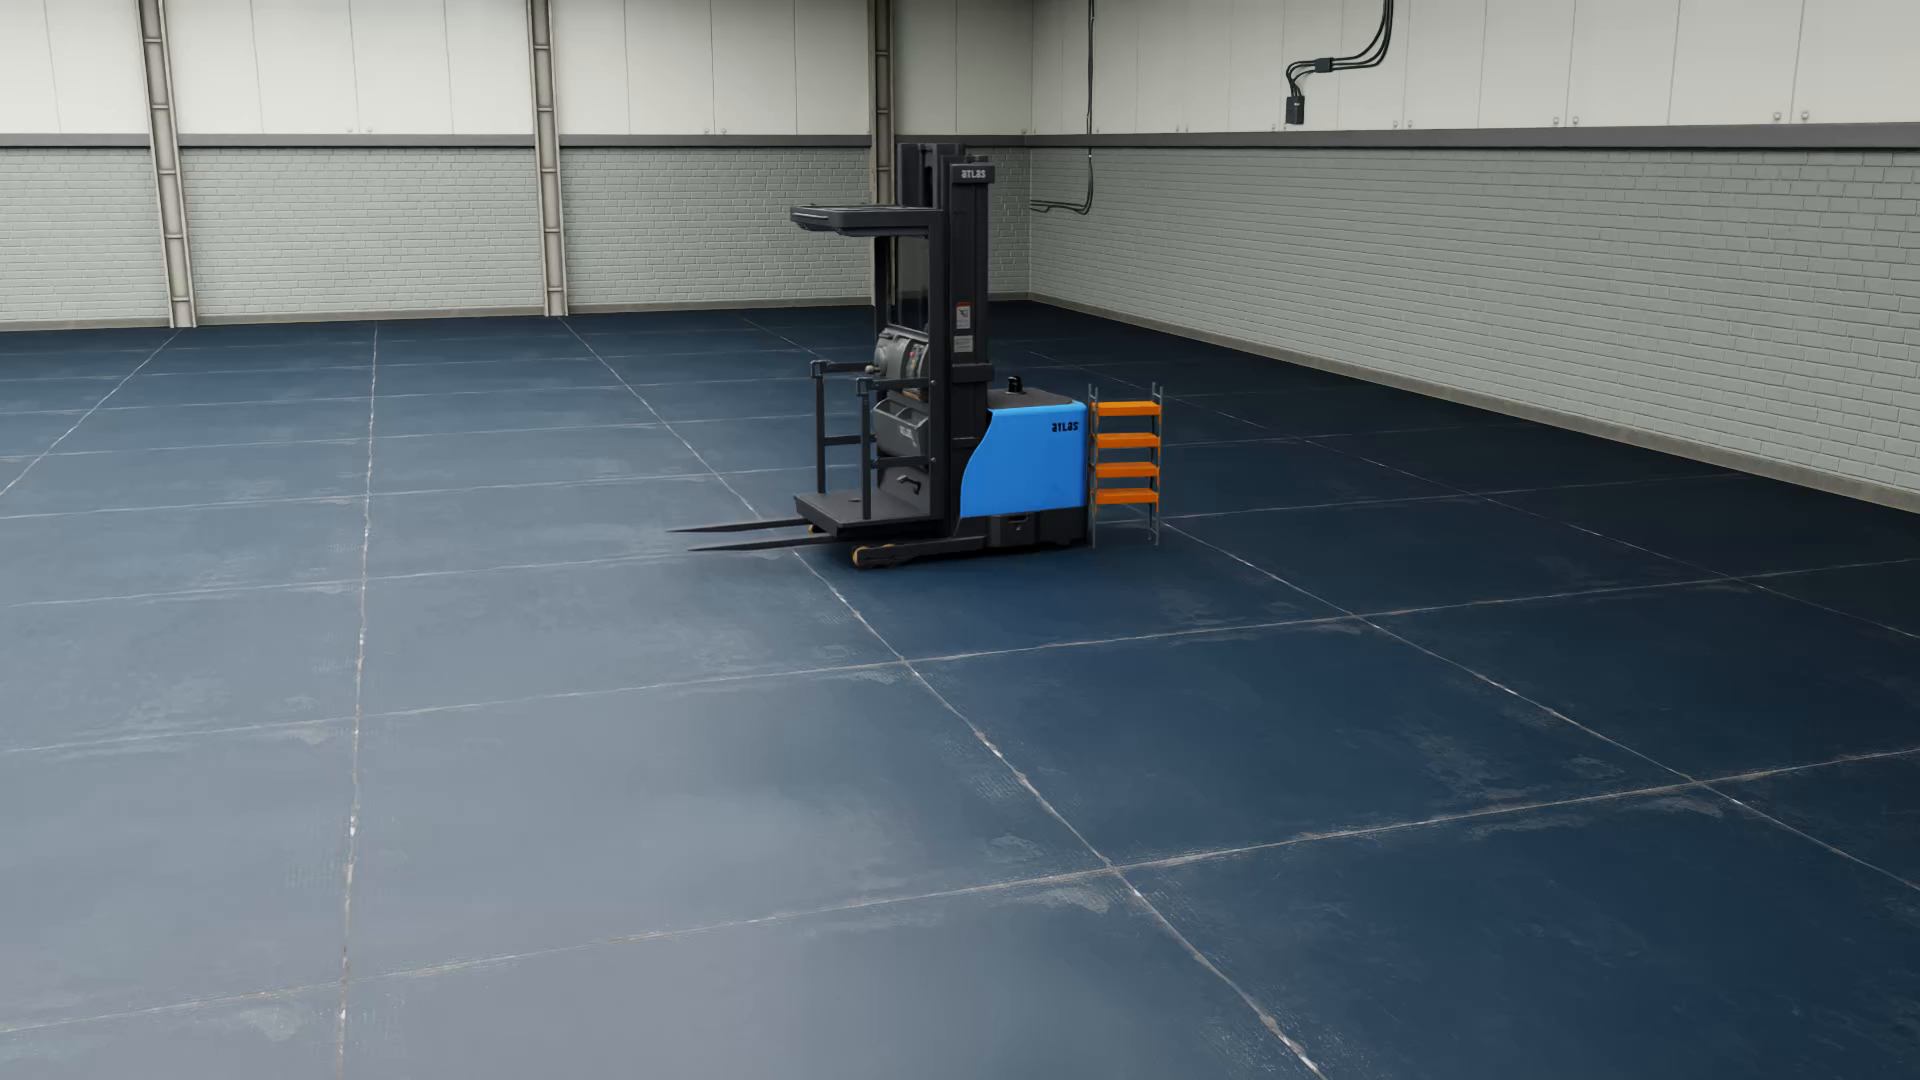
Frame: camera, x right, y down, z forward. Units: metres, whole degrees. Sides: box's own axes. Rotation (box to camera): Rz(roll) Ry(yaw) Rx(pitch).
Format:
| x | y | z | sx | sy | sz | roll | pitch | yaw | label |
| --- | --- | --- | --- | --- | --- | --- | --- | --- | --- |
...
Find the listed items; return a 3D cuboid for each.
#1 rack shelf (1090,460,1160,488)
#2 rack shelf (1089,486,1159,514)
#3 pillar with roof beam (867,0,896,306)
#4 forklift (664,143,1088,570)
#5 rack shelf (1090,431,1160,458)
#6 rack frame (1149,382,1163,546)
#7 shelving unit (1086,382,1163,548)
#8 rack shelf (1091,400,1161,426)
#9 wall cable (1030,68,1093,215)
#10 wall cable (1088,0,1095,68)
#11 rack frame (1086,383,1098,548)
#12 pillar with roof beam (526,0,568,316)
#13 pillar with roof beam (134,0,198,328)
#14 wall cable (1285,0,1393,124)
| x | y | z | sx | sy | sz | roll | pitch | yaw | label |
| --- | --- | --- | --- | --- | --- | --- | --- | --- | --- |
| 1.223 | -0.494 | 12.418 | 0.480 | 0.148 | 0.258 | -2 | 14 | -8 | rack shelf |
| 1.223 | -0.301 | 12.464 | 0.480 | 0.148 | 0.258 | -2 | 14 | -8 | rack shelf |
| -0.064 | -7.845 | 26.180 | 0.400 | 9.000 | 9.100 | -4 | 14 | -18 | pillar with roof beam |
| -0.611 | -1.351 | 11.990 | 3.031 | 2.935 | 1.130 | -6 | 15 | -23 | forklift |
| 1.223 | -0.712 | 12.366 | 0.480 | 0.148 | 0.258 | -2 | 14 | -8 | rack shelf |
| 1.465 | -0.568 | 12.438 | 0.015 | 1.200 | 0.240 | -2 | 14 | -8 | rack frame |
| 1.223 | -0.559 | 12.402 | 0.503 | 1.200 | 0.258 | -2 | 14 | -8 | shelving unit |
| 1.223 | -0.942 | 12.311 | 0.480 | 0.148 | 0.258 | -2 | 14 | -8 | rack shelf |
| 1.777 | -7.206 | 30.203 | 0.112 | 2.526 | 3.097 | -4 | 14 | -18 | wall cable |
| 2.640 | -9.070 | 27.124 | 0.112 | 2.526 | 3.097 | -4 | 14 | -18 | wall cable |
| 0.982 | -0.551 | 12.366 | 0.015 | 1.200 | 0.240 | -2 | 14 | -8 | rack frame |
| -5.751 | -7.403 | 24.318 | 0.400 | 9.000 | 9.100 | -4 | 14 | -18 | pillar with roof beam |
| -11.437 | -6.960 | 22.456 | 0.400 | 9.000 | 9.100 | -4 | 14 | -18 | pillar with roof beam |
| 4.790 | -8.288 | 20.692 | 0.169 | 6.003 | 2.305 | -4 | 14 | -18 | wall cable |
